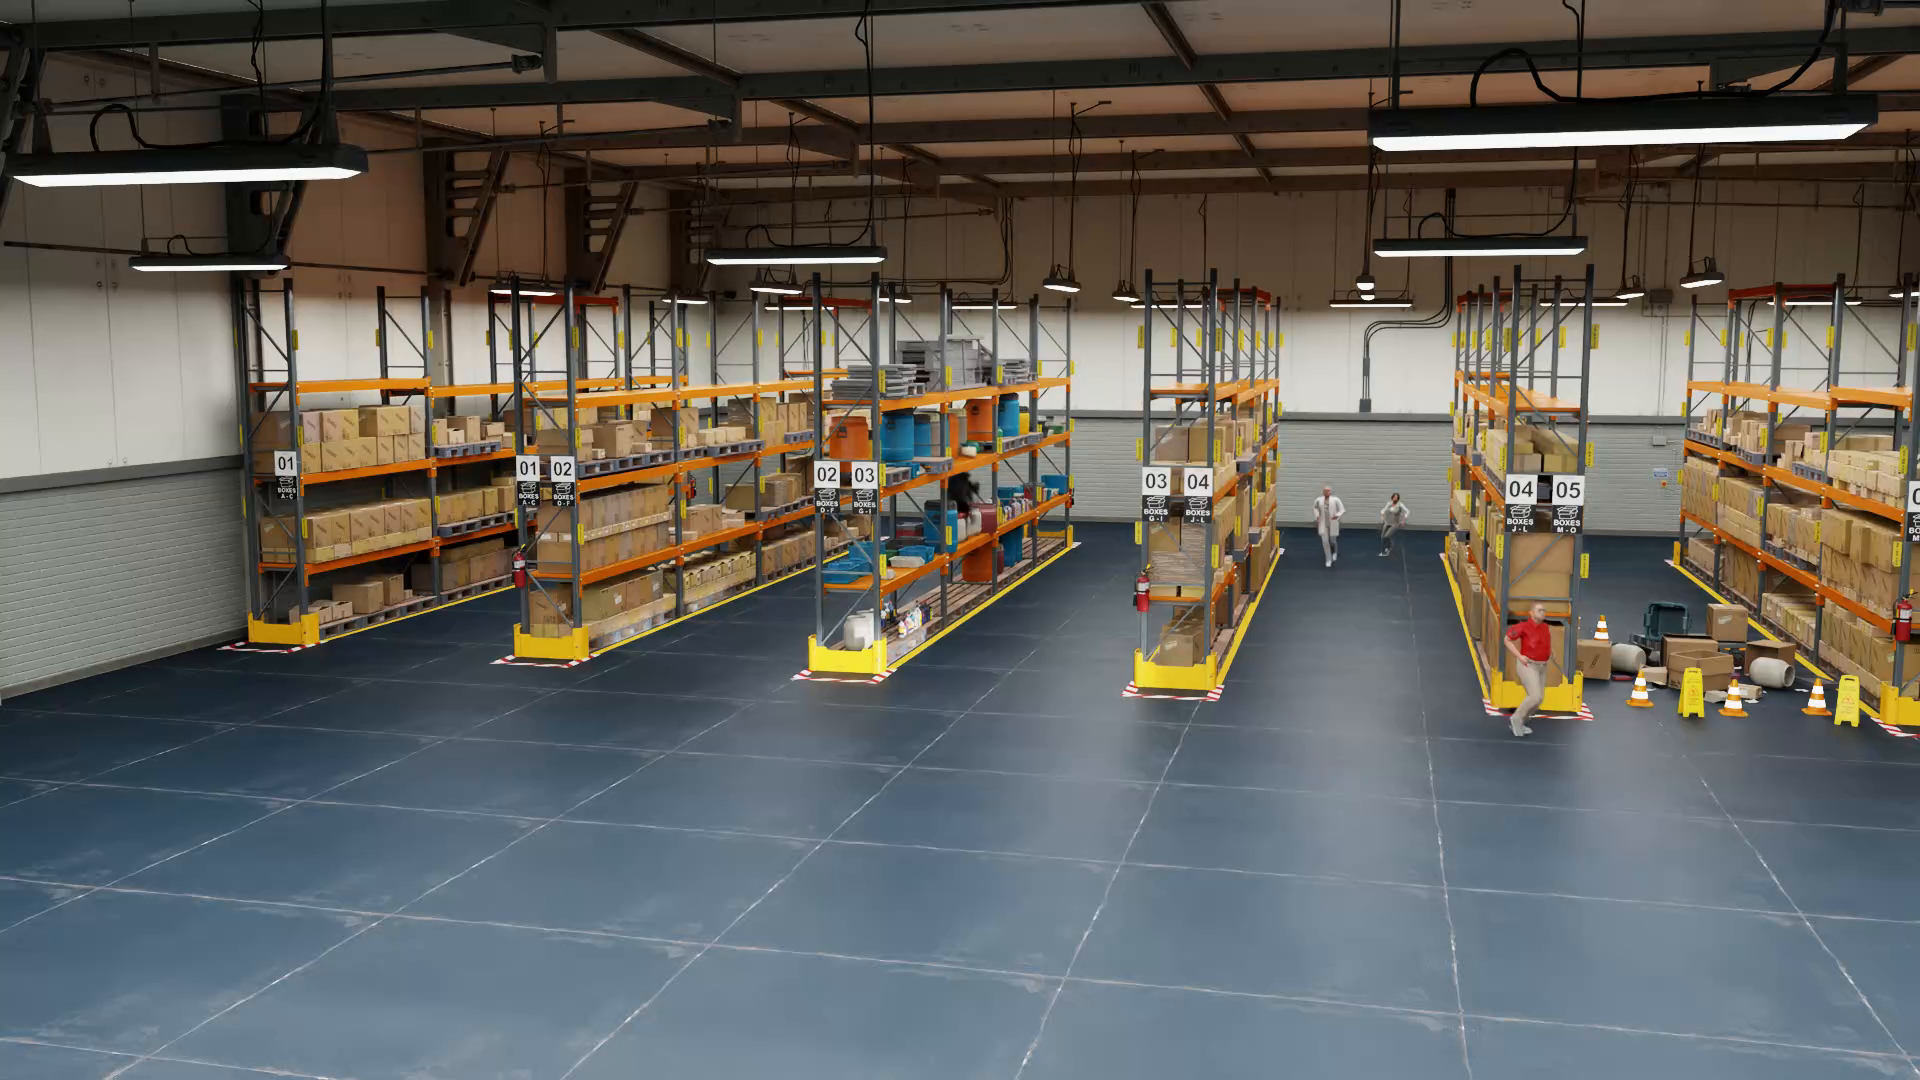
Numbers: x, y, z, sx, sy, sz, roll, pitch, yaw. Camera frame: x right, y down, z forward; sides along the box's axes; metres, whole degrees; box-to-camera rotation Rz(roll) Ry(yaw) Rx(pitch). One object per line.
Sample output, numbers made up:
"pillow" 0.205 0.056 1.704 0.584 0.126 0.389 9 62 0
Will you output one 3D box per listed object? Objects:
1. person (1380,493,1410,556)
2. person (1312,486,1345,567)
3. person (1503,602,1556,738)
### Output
"person" 10.003 -0.350 38.482 0.672 1.509 0.558 7 10 44
"person" 8.225 -0.324 37.196 0.722 1.778 0.954 2 7 17
"person" 7.265 1.660 21.062 0.661 1.744 0.585 -4 8 -31
